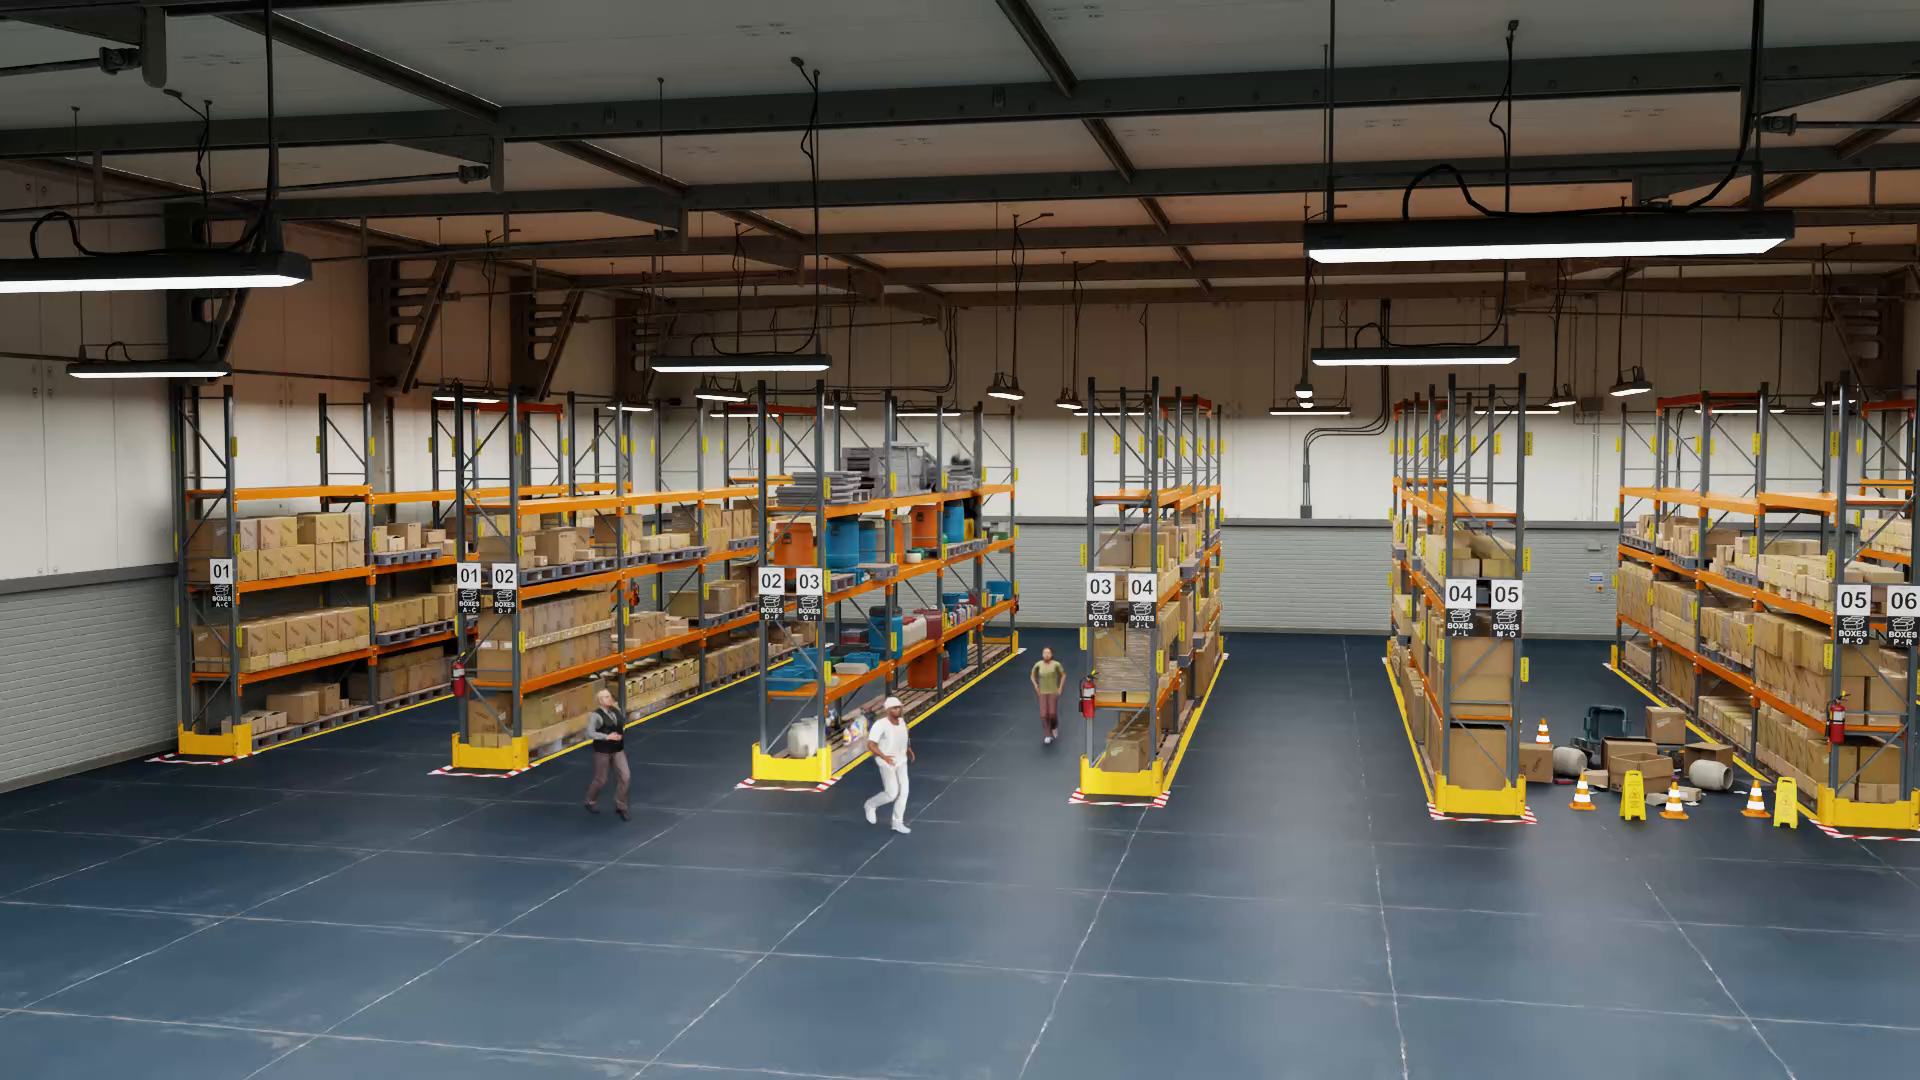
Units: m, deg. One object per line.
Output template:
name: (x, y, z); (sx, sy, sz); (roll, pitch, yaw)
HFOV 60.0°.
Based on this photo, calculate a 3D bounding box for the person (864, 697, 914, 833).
person: (-0.913, 2.920, 21.739); (0.720, 1.754, 0.726); (3, 4, 42)

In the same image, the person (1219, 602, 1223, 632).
person: (6.049, 1.840, 40.664); (0.752, 1.775, 0.663); (1, 3, 20)

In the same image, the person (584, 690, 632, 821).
person: (-4.762, 2.899, 22.412); (0.768, 1.773, 0.662); (3, 4, 41)

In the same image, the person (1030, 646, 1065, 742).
person: (1.477, 2.610, 28.176); (0.587, 1.635, 0.528); (1, 3, 11)
